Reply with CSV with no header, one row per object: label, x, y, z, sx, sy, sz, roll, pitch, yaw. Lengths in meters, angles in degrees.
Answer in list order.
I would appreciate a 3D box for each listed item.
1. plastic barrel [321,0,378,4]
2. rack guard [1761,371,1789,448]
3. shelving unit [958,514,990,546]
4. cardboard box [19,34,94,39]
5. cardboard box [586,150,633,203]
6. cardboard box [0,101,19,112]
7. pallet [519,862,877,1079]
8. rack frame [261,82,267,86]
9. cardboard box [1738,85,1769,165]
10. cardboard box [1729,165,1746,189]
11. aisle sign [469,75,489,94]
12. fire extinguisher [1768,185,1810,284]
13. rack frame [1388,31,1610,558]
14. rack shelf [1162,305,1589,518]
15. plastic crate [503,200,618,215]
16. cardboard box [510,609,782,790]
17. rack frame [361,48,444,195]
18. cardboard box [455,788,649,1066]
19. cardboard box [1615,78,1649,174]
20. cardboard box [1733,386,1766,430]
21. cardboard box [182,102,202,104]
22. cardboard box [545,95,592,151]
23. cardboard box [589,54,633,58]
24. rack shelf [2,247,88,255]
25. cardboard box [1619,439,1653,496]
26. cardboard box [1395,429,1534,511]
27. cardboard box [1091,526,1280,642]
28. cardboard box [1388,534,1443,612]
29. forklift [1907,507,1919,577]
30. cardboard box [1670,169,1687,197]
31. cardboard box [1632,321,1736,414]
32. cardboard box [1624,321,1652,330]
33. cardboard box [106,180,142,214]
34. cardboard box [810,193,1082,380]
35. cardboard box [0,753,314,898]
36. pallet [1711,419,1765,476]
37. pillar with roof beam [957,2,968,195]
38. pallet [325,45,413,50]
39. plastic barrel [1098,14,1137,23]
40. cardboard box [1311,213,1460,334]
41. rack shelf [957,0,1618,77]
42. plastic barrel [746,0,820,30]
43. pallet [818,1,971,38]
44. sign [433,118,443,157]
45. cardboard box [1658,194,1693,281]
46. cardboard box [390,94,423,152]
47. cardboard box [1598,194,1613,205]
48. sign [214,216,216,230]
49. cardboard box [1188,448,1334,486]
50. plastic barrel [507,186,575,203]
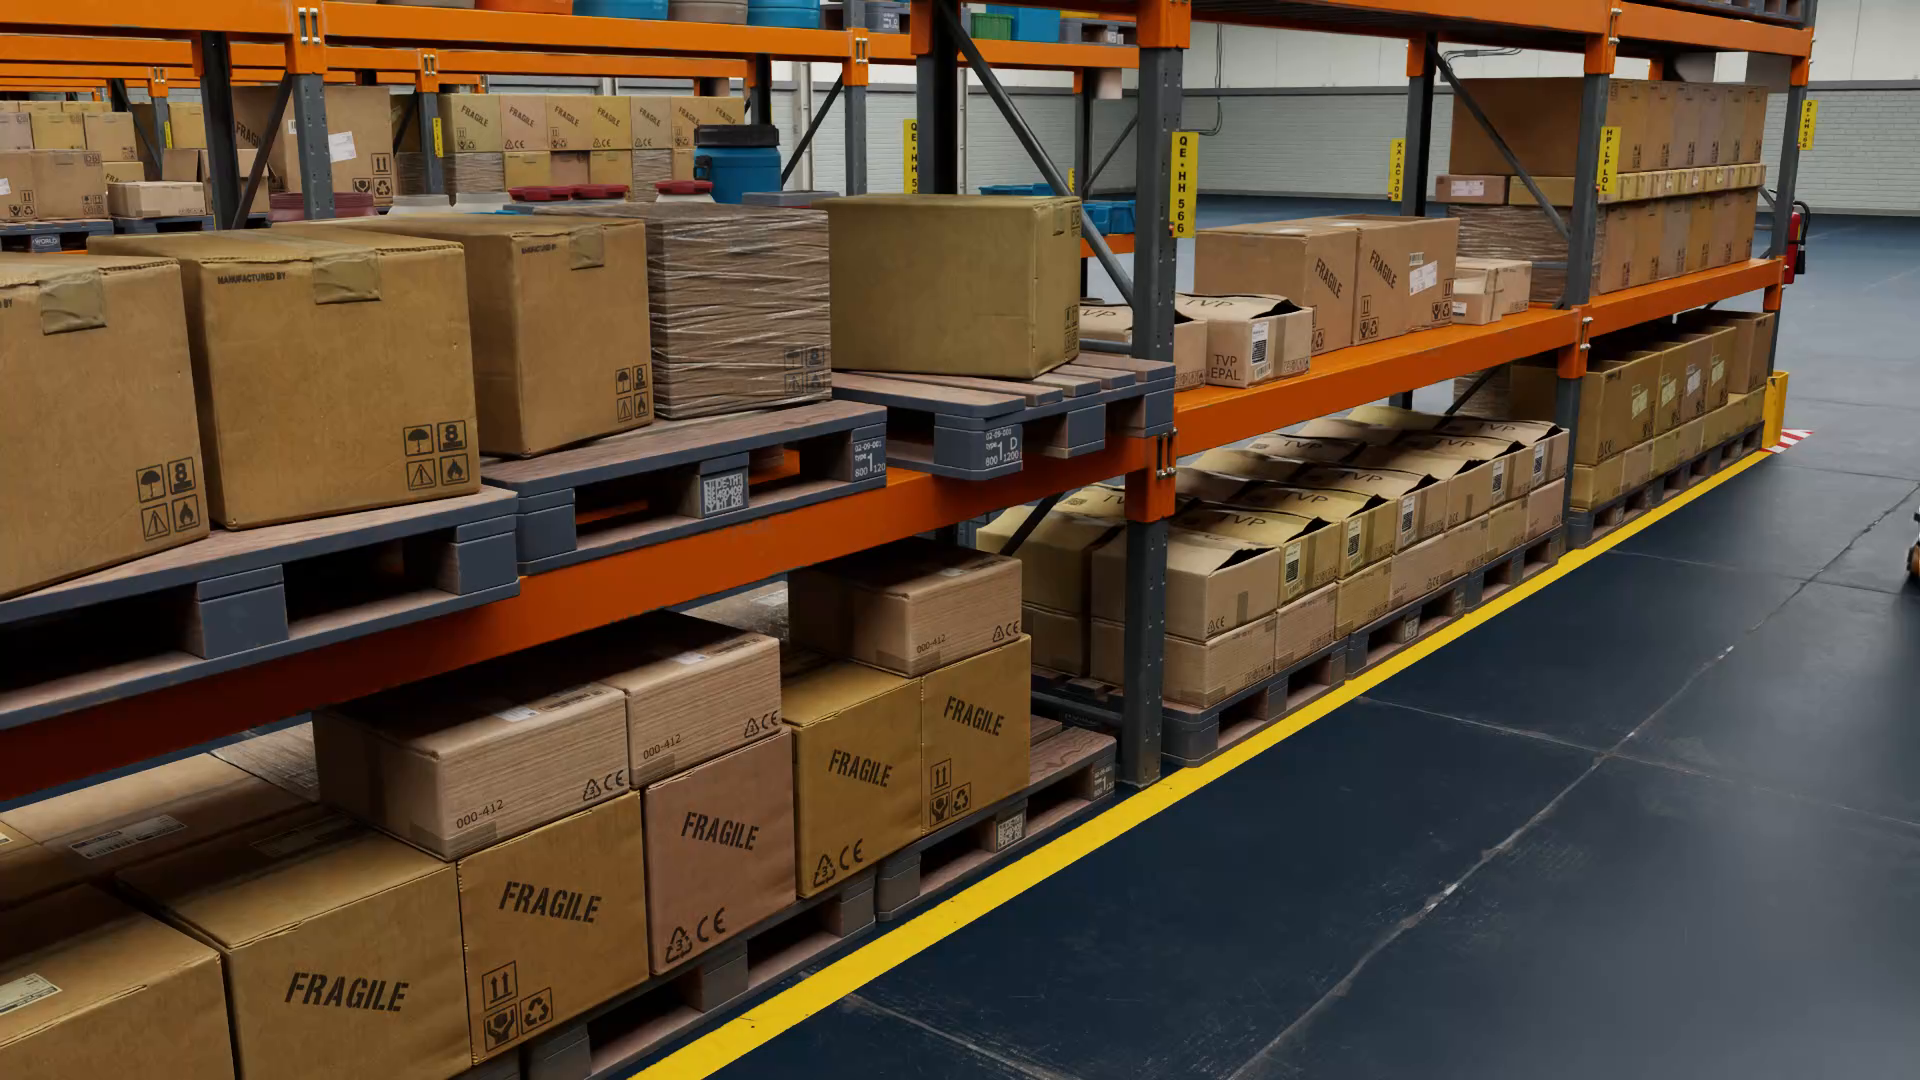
plastic barrel,-3.143,-2.966,8.385,0.421,0.512,0.421,0,14,0
rack guard,5.317,-1.003,12.057,1.175,0.500,0.348,11,18,38
shelving unit,0.009,-0.584,8.986,0.258,1.200,0.189,11,18,38
cardboard box,-6.613,-3.742,11.973,0.500,0.250,0.500,12,18,39
cardboard box,-3.660,-3.538,16.151,0.875,0.500,0.500,11,18,38
cardboard box,-12.178,-5.239,20.818,0.700,0.500,0.500,11,18,37
pallet,-0.992,1.043,4.588,1.003,0.211,1.213,11,18,38
rack frame,-10.109,-5.278,23.805,1.000,3.000,0.127,11,18,38
cardboard box,4.965,-2.790,11.175,0.700,0.500,0.500,11,18,38
cardboard box,4.886,-2.371,10.844,0.380,0.149,0.250,11,18,37
aisle sign,-5.917,-5.758,20.417,0.394,0.787,0.004,11,18,38
fire extinguisher,5.737,-2.124,11.547,0.296,0.674,0.183,11,18,38
rack frame,2.788,-1.444,8.716,1.000,3.000,0.127,11,18,38
rack shelf,1.531,-0.713,7.297,1.077,0.370,4.000,11,18,38
plastic crate,-2.323,-1.739,9.745,0.402,0.464,0.583,11,18,38
cardboard box,-0.803,0.380,4.195,0.500,0.250,0.500,11,18,36
rack frame,-4.915,-2.978,14.753,1.000,3.000,0.127,11,18,38
cardboard box,-1.100,0.833,3.936,0.500,0.500,0.500,12,18,38
cardboard box,3.378,-2.304,9.264,0.700,0.500,0.500,11,18,37
cardboard box,5.195,-0.933,11.434,0.500,0.250,0.500,11,18,38
cardboard box,-10.584,-5.727,22.738,0.700,0.500,0.500,11,18,38
cardboard box,-3.807,-3.894,15.520,0.500,0.500,0.500,11,18,38
cardboard box,-3.459,-4.703,15.758,0.500,0.250,0.500,11,18,37
rack shelf,-6.172,-2.246,13.334,1.077,0.370,4.000,11,18,38
cardboard box,3.633,-0.452,9.541,0.500,0.250,0.500,11,18,38
cardboard box,2.434,-0.364,8.058,0.500,0.311,0.500,12,18,39
cardboard box,0.831,0.124,6.134,0.500,0.311,0.500,12,19,39
cardboard box,1.791,0.101,7.365,0.500,0.250,0.500,12,18,39
forklift,5.418,-1.222,7.980,1.130,2.935,3.031,10,17,34
cardboard box,4.078,-2.126,9.878,0.380,0.149,0.250,11,18,37
cardboard box,4.579,-1.102,10.577,0.500,0.500,0.500,11,18,38
cardboard box,4.175,-1.183,10.894,0.500,0.500,0.500,11,18,38
cardboard box,-6.591,-2.711,13.124,0.396,0.266,0.258,11,18,36
cardboard box,-0.034,-0.792,5.093,0.700,0.500,0.500,5,15,19
cardboard box,-1.836,0.854,3.853,0.500,0.500,0.500,11,18,38
pallet,4.854,-0.706,11.473,1.003,0.211,1.213,11,18,38
pillar with roof beam,3.322,-12.889,41.582,9.100,9.000,0.400,11,18,38
pallet,-5.386,-4.239,14.007,1.213,0.211,1.003,11,18,38
plastic barrel,1.245,-4.730,13.834,0.600,0.830,0.708,11,18,38
cardboard box,1.961,-1.247,7.737,0.500,0.500,0.500,13,19,41
rack shelf,1.531,-2.166,6.927,1.077,0.370,4.000,11,18,38
plastic barrel,-1.213,-3.777,10.789,0.600,0.901,0.708,11,18,38
pallet,-0.685,-3.727,11.993,1.213,0.211,1.003,11,18,38
sign,-4.481,-3.454,14.275,0.100,0.325,0.005,11,18,38
cardboard box,4.028,-1.874,10.206,0.700,0.500,0.500,12,19,39
cardboard box,-4.846,-3.784,15.088,0.500,0.500,0.500,11,18,38
cardboard box,3.265,-1.877,8.898,0.380,0.149,0.250,12,18,38
sign,-4.009,-1.608,9.030,0.100,0.325,0.005,11,18,38
cardboard box,1.369,-0.252,7.614,0.500,0.311,0.500,12,18,39
plastic barrel,-2.568,-1.905,10.252,0.433,0.535,0.433,0,14,0
